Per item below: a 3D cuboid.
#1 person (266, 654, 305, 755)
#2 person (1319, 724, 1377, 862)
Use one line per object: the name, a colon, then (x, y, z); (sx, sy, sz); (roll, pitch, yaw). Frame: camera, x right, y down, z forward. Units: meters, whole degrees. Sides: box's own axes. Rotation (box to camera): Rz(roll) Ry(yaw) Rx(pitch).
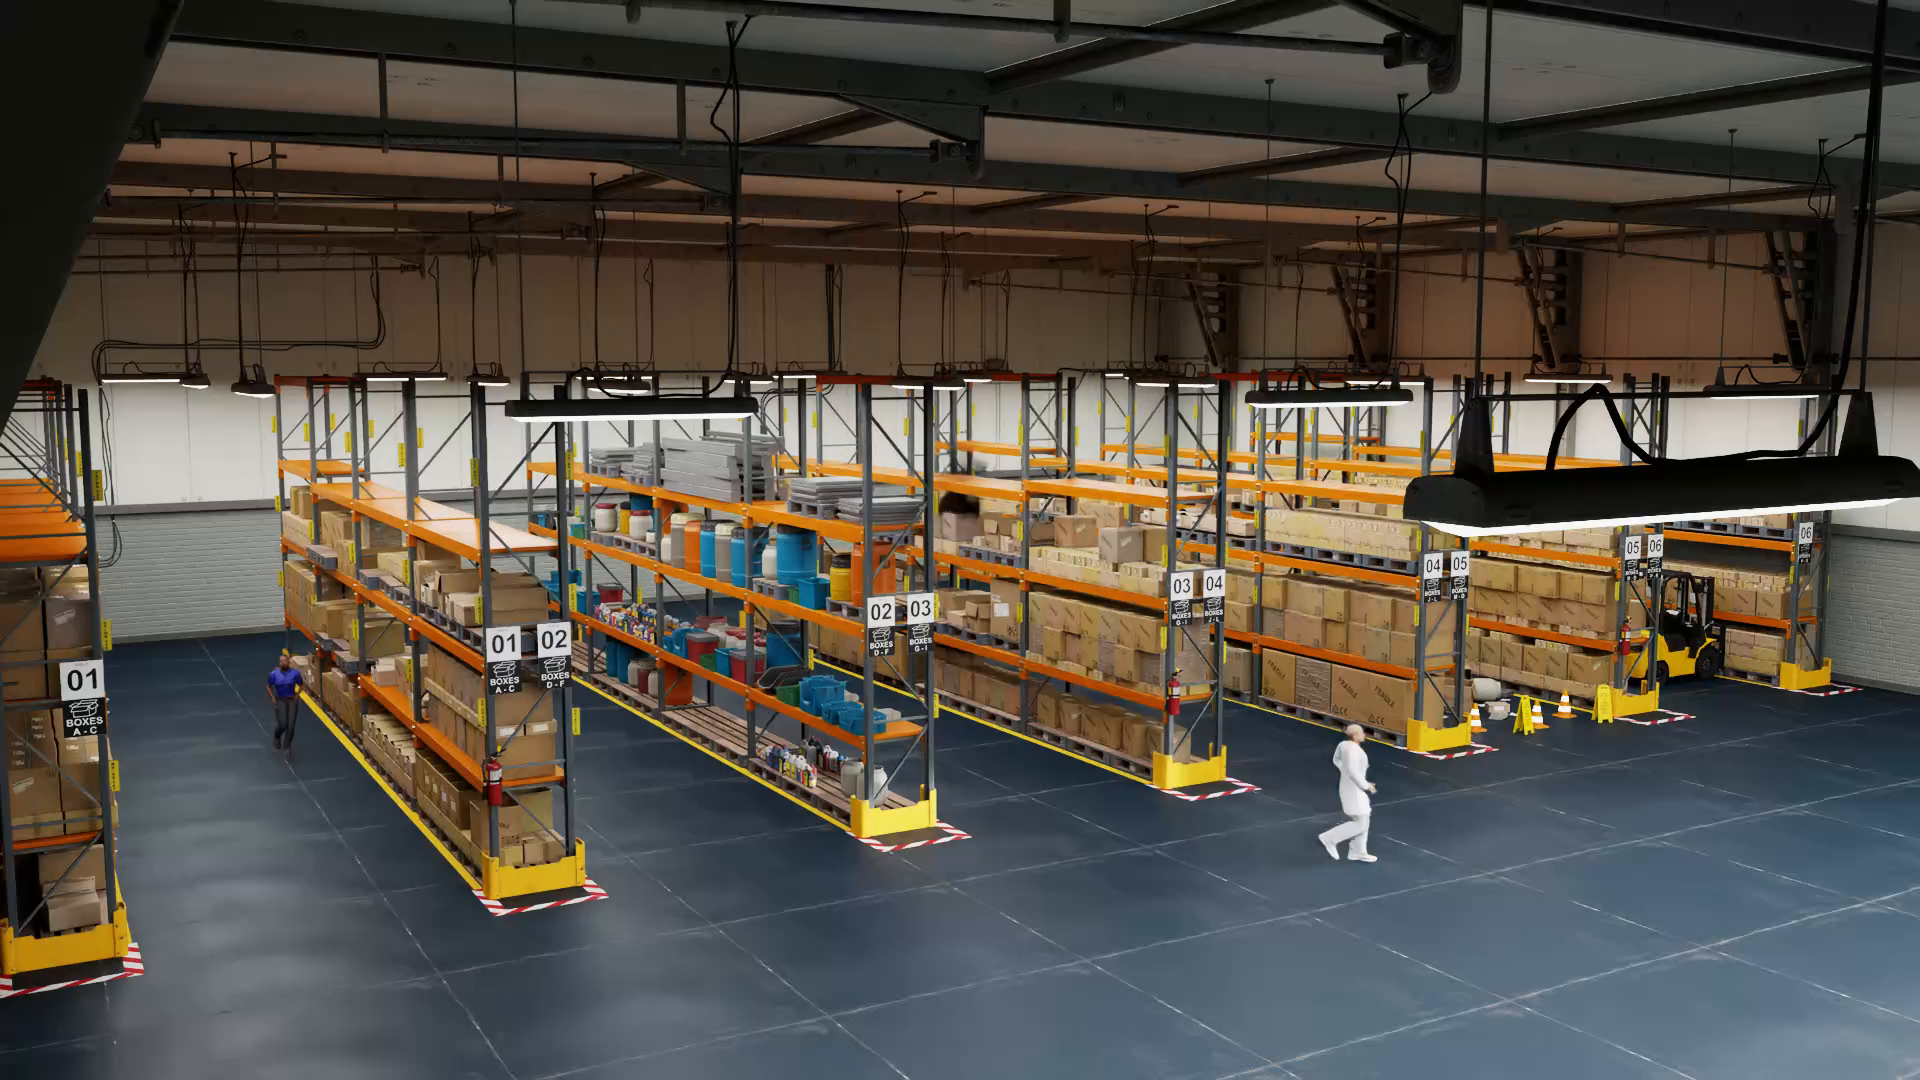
person: (-10.753, 2.630, 26.566); (0.566, 1.623, 0.571); (-3, 7, -28)
person: (4.886, 3.181, 20.912); (0.770, 1.765, 0.738); (0, 6, -1)
